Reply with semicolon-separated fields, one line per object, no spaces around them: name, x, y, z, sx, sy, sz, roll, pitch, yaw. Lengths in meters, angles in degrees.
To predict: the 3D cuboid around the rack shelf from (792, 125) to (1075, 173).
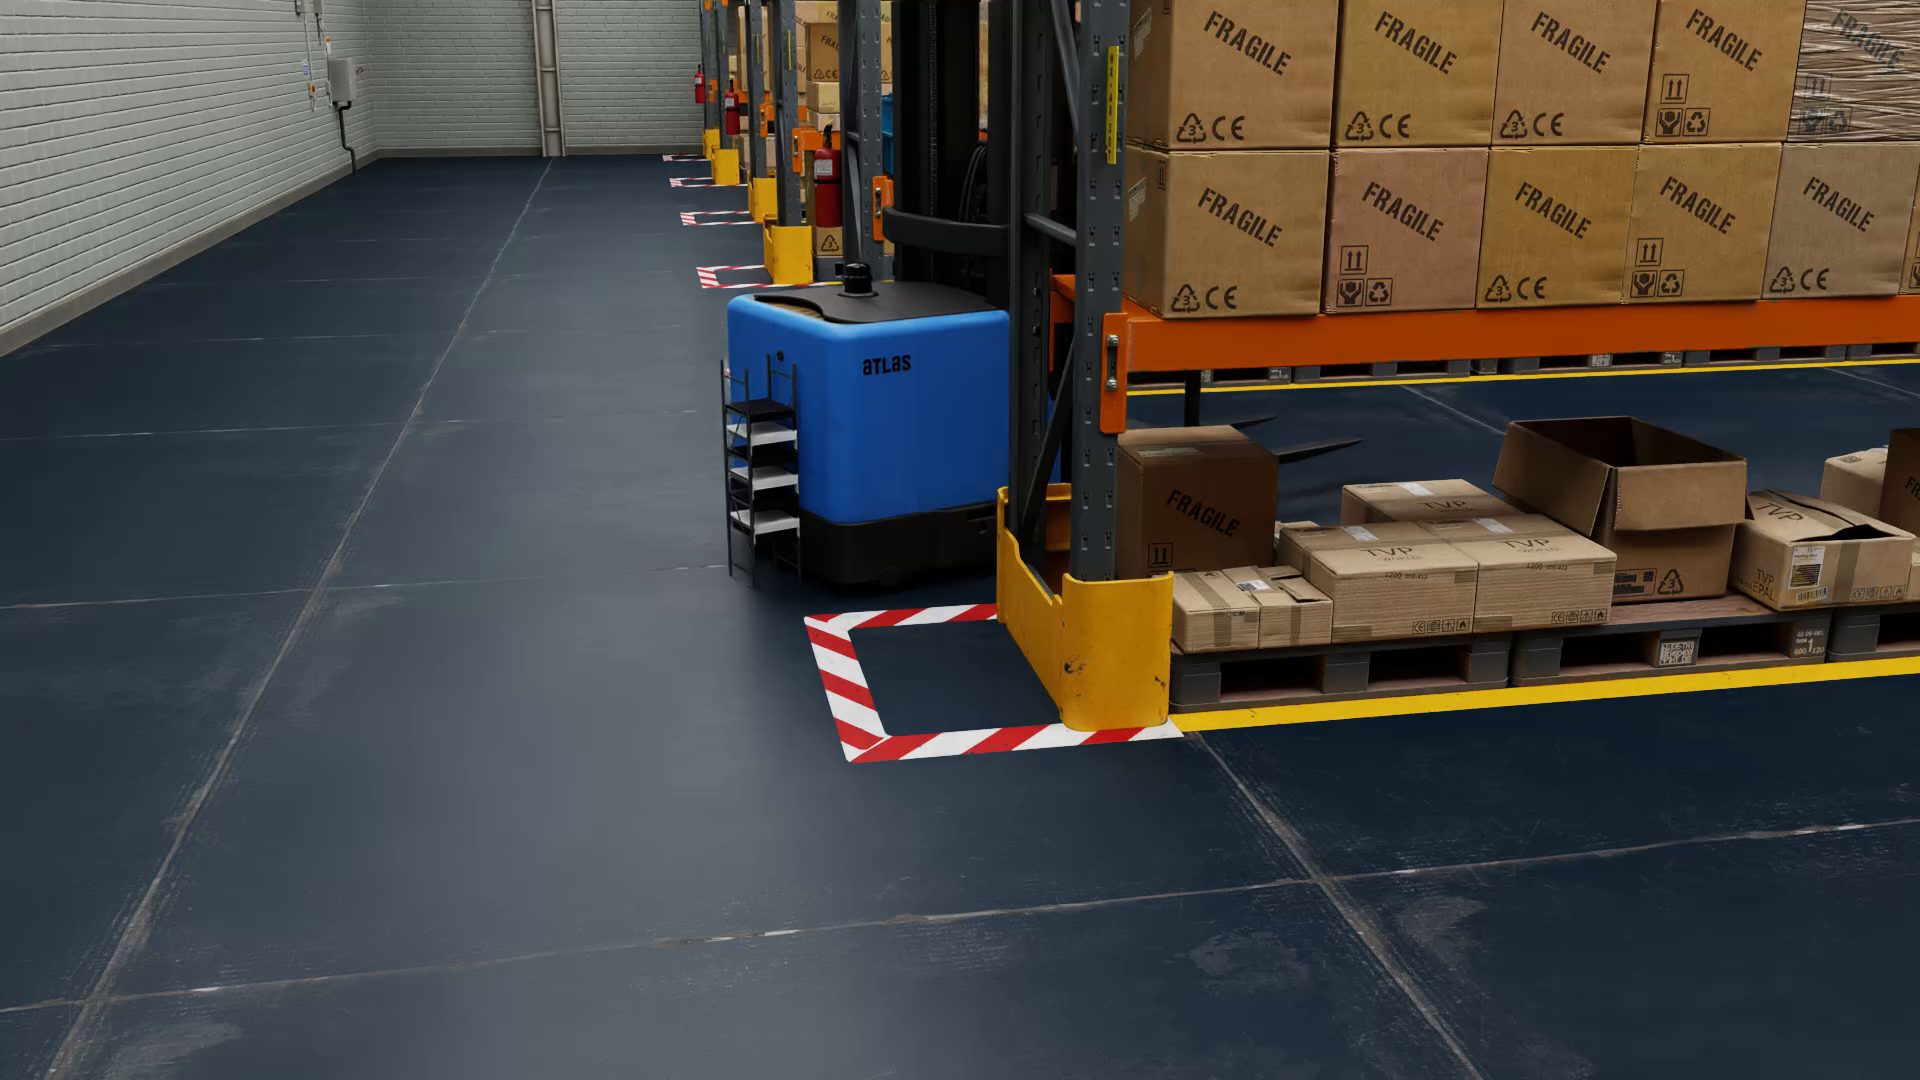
rack shelf;0.421;-3.616;15.183;4.000;0.370;1.077;-3;17;-10

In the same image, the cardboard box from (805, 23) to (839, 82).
cardboard box;-1.114;-4.380;14.918;0.500;0.500;0.500;-3;17;-10

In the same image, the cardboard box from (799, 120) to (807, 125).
cardboard box;-2.903;-7.185;29.120;0.500;0.500;0.700;-3;17;-8

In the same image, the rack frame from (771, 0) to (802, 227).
rack frame;-1.543;-3.848;14.715;0.127;3.000;1.000;-3;17;-10

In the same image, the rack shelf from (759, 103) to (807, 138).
rack shelf;-0.421;-5.051;19.857;4.000;0.370;1.077;-3;17;-10

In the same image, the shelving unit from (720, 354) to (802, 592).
shelving unit;-0.792;-0.269;6.638;0.210;0.900;0.258;-11;20;-31

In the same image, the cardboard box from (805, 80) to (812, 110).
cardboard box;-1.117;-4.022;15.030;0.500;0.250;0.500;-4;17;-11

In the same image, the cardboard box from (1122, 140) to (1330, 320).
cardboard box;0.818;-0.989;5.235;0.500;0.500;0.500;-3;17;-9

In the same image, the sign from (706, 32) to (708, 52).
sign;-4.265;-8.393;28.038;0.005;0.325;0.100;-3;17;-10

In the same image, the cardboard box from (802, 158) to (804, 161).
cardboard box;-1.913;-4.509;19.992;0.250;0.149;0.380;-3;17;-10

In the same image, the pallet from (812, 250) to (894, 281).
pallet;-0.773;-2.582;15.343;1.213;0.211;1.003;-3;17;-10

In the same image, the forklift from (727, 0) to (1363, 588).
forklift;0.523;-1.520;7.252;3.031;2.935;1.130;-11;20;-31

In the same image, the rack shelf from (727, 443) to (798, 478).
rack shelf;-0.792;-0.323;6.621;0.200;0.077;0.258;-11;20;-31

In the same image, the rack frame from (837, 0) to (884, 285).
rack frame;-0.603;-2.420;10.066;0.127;3.000;1.000;-3;17;-10

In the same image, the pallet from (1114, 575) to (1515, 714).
pallet;1.190;0.292;5.985;1.213;0.211;1.003;-3;17;-10

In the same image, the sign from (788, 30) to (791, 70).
sign;-1.443;-4.140;14.054;0.005;0.325;0.100;-3;17;-10

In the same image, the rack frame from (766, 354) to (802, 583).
rack frame;-0.707;-0.285;6.691;0.006;0.900;0.240;-11;20;-31

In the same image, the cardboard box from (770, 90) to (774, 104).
cardboard box;-2.118;-5.263;19.750;0.250;0.149;0.380;-3;17;-10

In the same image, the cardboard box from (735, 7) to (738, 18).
cardboard box;-3.108;-7.619;24.012;0.250;0.149;0.380;-3;17;-10

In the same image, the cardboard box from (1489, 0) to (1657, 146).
cardboard box;1.822;-1.524;5.276;0.500;0.500;0.500;-3;17;-10

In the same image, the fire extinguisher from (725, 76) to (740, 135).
fire extinguisher;-2.719;-5.187;19.842;0.183;0.674;0.296;-3;17;-10

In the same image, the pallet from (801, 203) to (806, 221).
pallet;-1.506;-3.990;19.926;1.213;0.211;1.003;-3;17;-10

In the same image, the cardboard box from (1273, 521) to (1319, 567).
cardboard box;1.235;0.054;6.087;0.250;0.166;0.380;-3;17;-10

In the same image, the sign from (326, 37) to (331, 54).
sign;-9.403;-7.365;24.759;0.001;0.242;0.339;-3;17;-10

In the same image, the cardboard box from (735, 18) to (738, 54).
cardboard box;-2.995;-7.326;24.166;0.500;0.500;0.500;-3;17;-9

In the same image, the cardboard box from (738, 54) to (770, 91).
cardboard box;-2.897;-6.697;23.819;0.500;0.500;0.500;-3;17;-11

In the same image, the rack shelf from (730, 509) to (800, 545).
rack shelf;-0.792;-0.065;6.700;0.200;0.077;0.258;-11;20;-31

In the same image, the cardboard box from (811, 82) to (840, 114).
cardboard box;-1.020;-3.868;14.527;0.500;0.250;0.500;-4;17;-12

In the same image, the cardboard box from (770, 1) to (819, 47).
cardboard box;-1.893;-5.900;19.016;0.500;0.500;0.500;-3;17;-11

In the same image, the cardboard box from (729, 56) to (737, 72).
cardboard box;-3.871;-8.154;28.482;0.500;0.250;0.500;-3;17;-10

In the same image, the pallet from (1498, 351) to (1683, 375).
pallet;4.090;-1.341;11.302;1.213;0.211;1.003;-3;17;-10

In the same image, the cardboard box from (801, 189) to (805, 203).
cardboard box;-1.809;-4.058;19.540;0.250;0.149;0.380;-3;17;-9

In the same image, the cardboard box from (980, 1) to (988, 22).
cardboard box;0.121;-6.015;19.391;0.500;0.500;0.500;-3;17;-9

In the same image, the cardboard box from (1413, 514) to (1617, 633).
cardboard box;1.902;0.108;5.769;0.500;0.250;0.500;-3;17;-10

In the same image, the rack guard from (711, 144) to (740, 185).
rack guard;-3.446;-5.509;24.379;0.348;0.500;1.175;-3;17;-10

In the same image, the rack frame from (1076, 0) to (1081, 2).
rack frame;1.543;-5.506;20.114;0.127;3.000;1.000;-3;17;-10

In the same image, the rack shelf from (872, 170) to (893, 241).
rack shelf;1.360;-2.188;10.535;4.000;0.370;1.077;-3;17;-10

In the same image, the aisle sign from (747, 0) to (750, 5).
aisle sign;-2.399;-6.436;18.712;0.004;0.787;0.394;-3;17;-10

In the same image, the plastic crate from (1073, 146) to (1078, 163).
plastic crate;0.698;-2.274;9.935;0.298;0.136;0.250;-3;17;-10

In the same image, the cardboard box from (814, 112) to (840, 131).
cardboard box;-1.132;-3.653;14.507;0.250;0.149;0.380;-3;17;-10

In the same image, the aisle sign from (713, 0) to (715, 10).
aisle sign;-3.552;-8.033;23.912;0.004;0.787;0.394;-3;17;-10

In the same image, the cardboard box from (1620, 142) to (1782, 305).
cardboard box;2.308;-1.073;5.511;0.500;0.500;0.500;-3;17;-10

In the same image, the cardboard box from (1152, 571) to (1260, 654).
cardboard box;0.809;0.236;5.524;0.250;0.149;0.380;-3;17;-10

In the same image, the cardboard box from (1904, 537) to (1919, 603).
cardboard box;3.398;0.089;6.002;0.250;0.149;0.380;-3;17;-10
